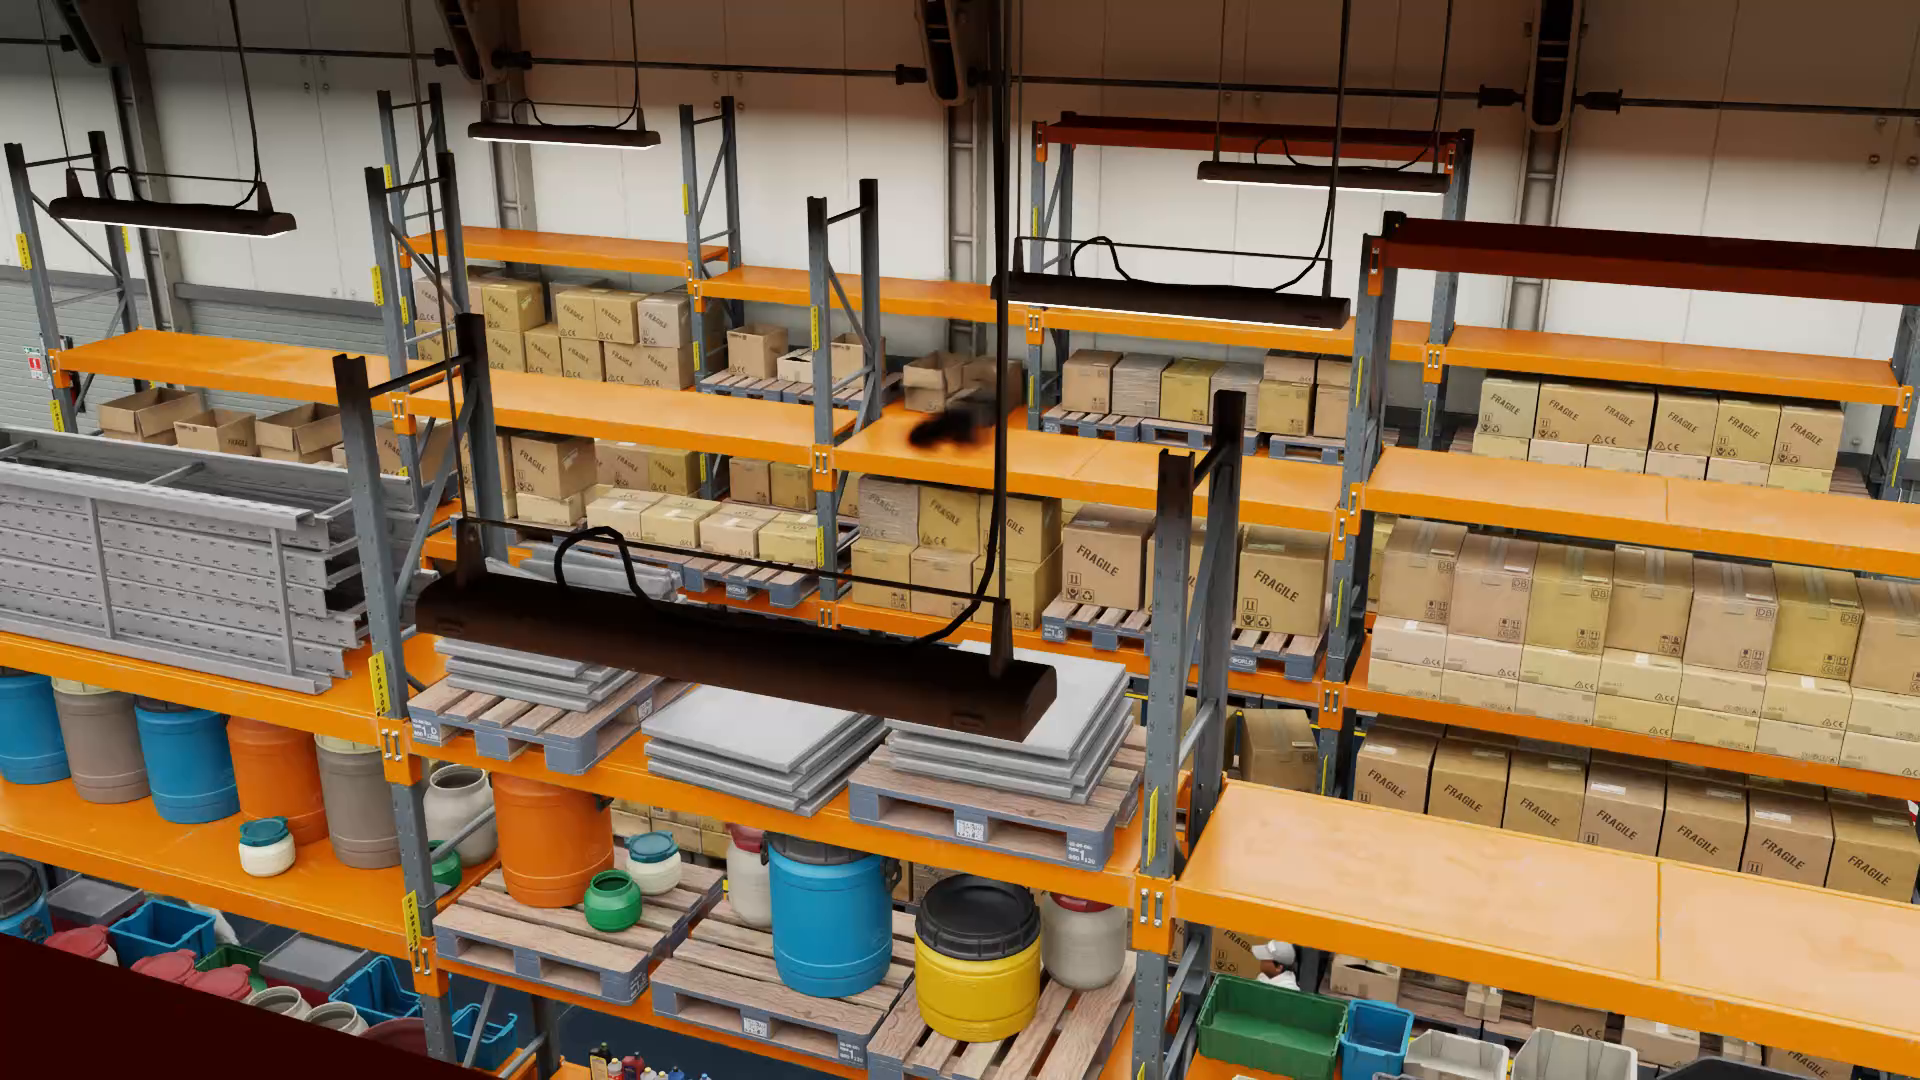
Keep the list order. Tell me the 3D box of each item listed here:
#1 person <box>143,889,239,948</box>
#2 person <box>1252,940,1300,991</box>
[{"bbox_3d":[-6.241,2.554,13.208,0.794,1.844,0.685,4,21,10],"label":"person"},{"bbox_3d":[2.110,3.422,11.145,0.733,1.707,0.589,5,21,13],"label":"person"}]
